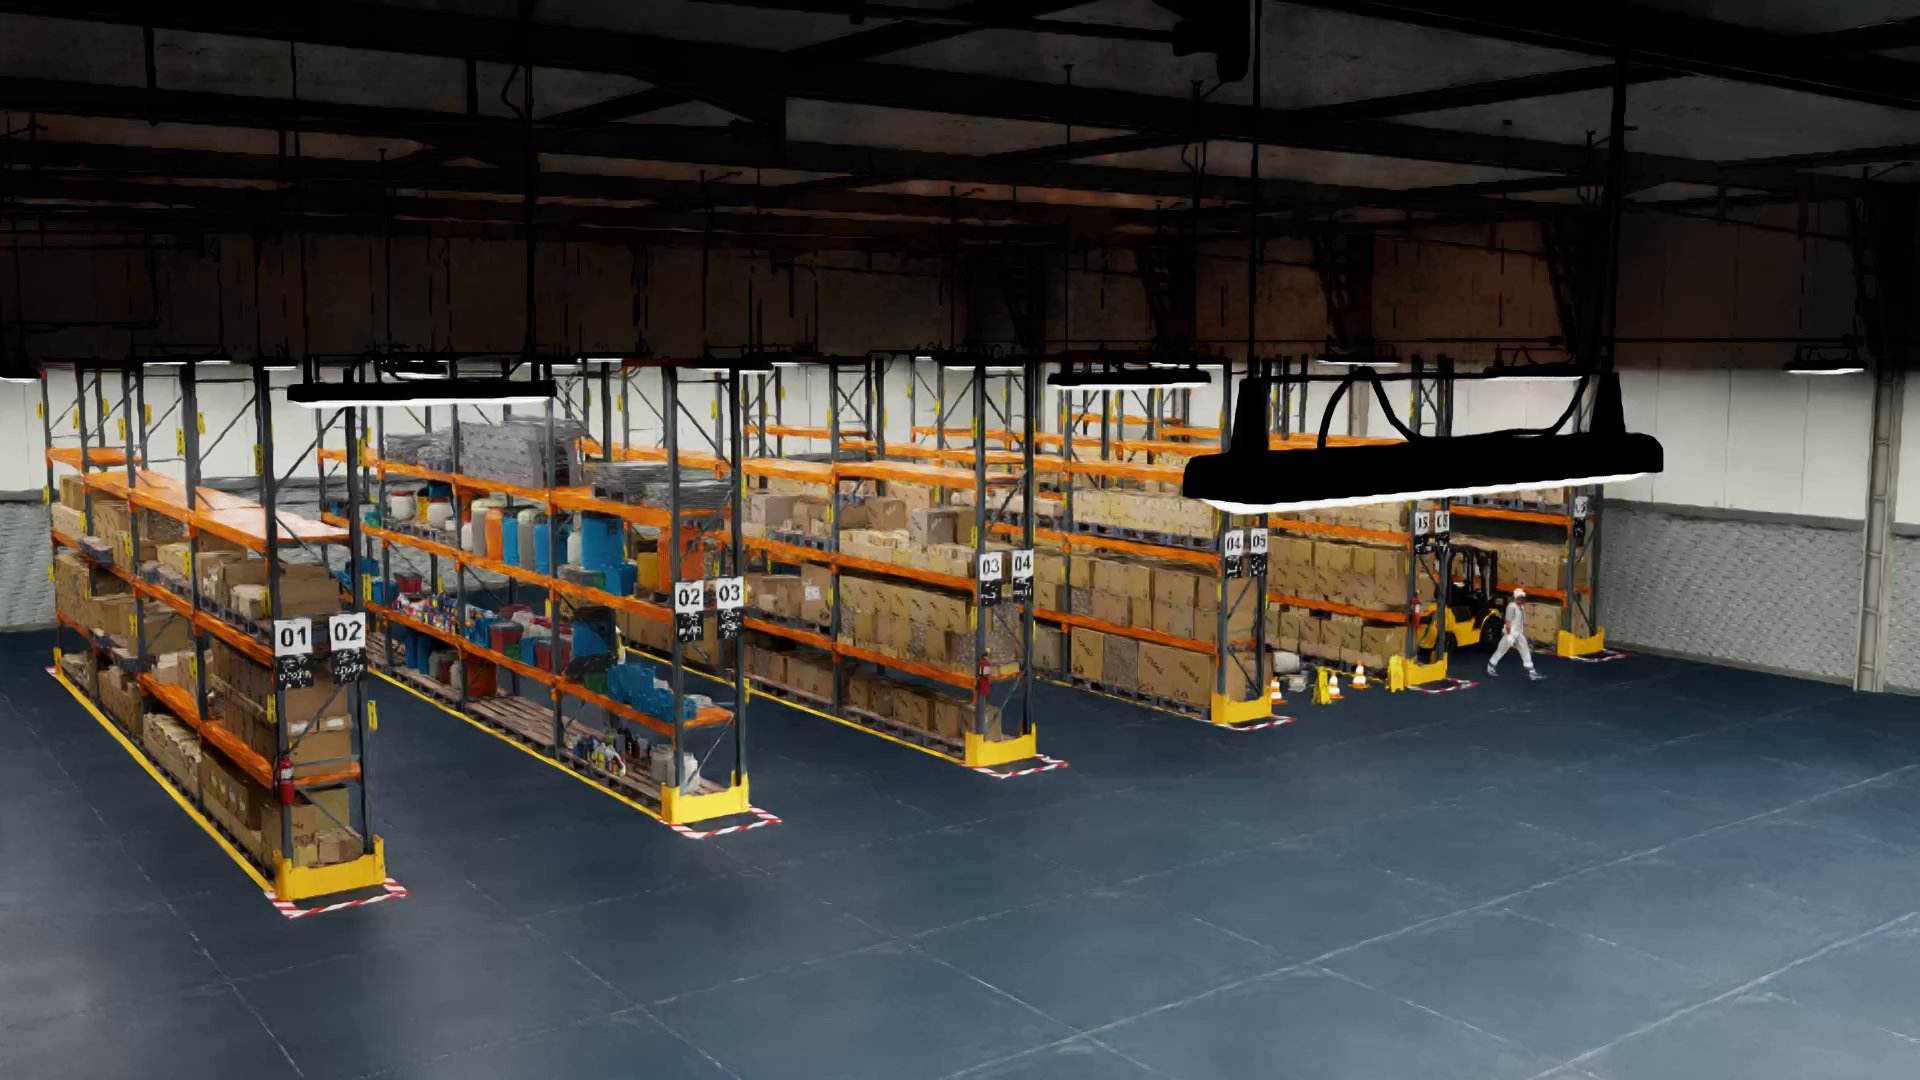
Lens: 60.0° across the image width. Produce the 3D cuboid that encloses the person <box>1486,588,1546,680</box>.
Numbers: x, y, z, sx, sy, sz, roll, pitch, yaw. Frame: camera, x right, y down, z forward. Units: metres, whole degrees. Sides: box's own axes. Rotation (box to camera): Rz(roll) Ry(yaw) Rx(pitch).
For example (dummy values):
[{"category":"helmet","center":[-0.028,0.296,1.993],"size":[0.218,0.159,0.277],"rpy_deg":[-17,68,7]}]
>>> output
[{"category":"person","center":[10.378,1.744,31.017],"size":[0.555,1.703,1.116],"rpy_deg":[-5,9,-38]}]

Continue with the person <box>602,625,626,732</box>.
[{"category":"person","center":[-5.539,2.226,26.683],"size":[0.618,1.790,0.468],"rpy_deg":[5,8,36]}]
